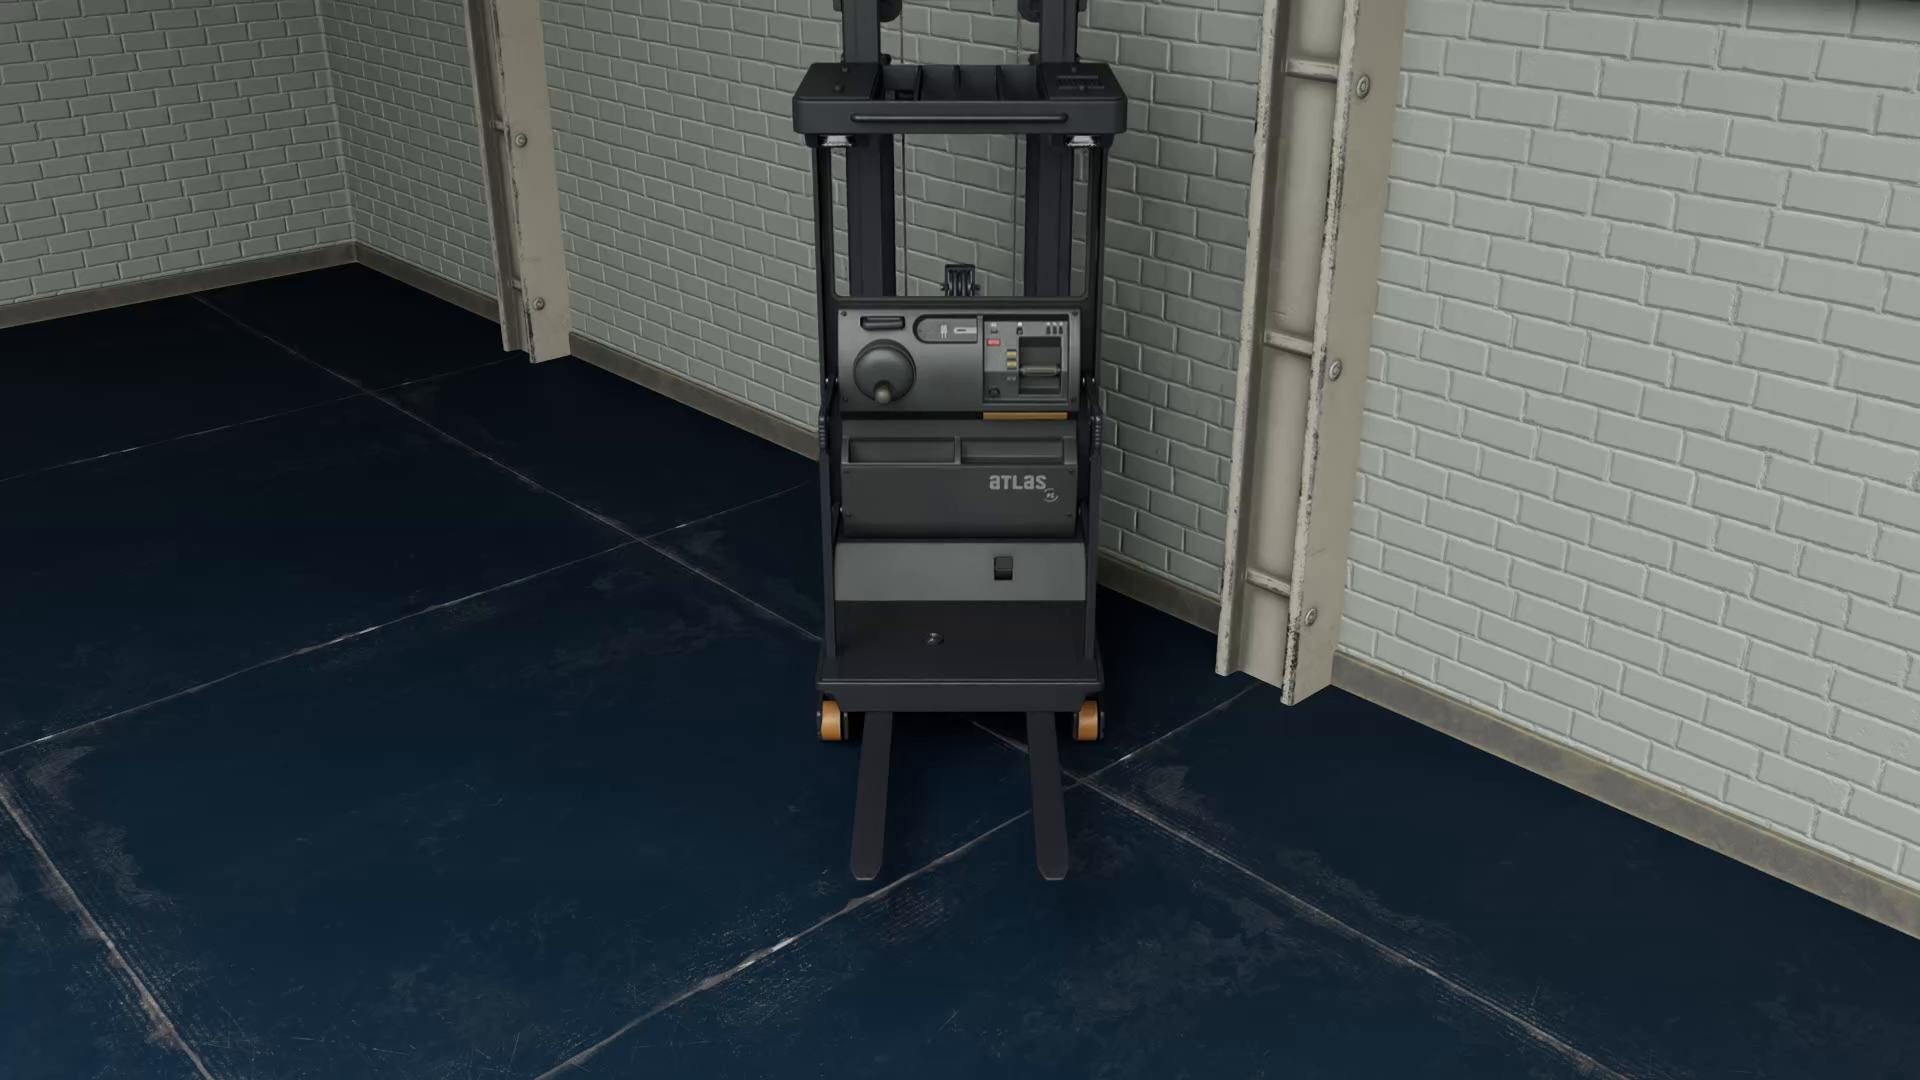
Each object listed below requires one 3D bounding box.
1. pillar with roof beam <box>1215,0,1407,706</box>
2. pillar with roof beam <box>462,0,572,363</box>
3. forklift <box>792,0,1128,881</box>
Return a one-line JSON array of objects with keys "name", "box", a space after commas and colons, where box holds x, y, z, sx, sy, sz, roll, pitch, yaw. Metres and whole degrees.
[{"name": "pillar with roof beam", "box": [-1.820, -2.300, 2.449, 9.100, 9.000, 0.400, -21, 32, -38]}, {"name": "pillar with roof beam", "box": [-5.921, -4.117, 6.433, 9.100, 9.000, 0.400, -21, 32, -38]}, {"name": "forklift", "box": [0.000, -0.671, 6.190, 1.130, 2.935, 3.031, 0, 25, 0]}]
